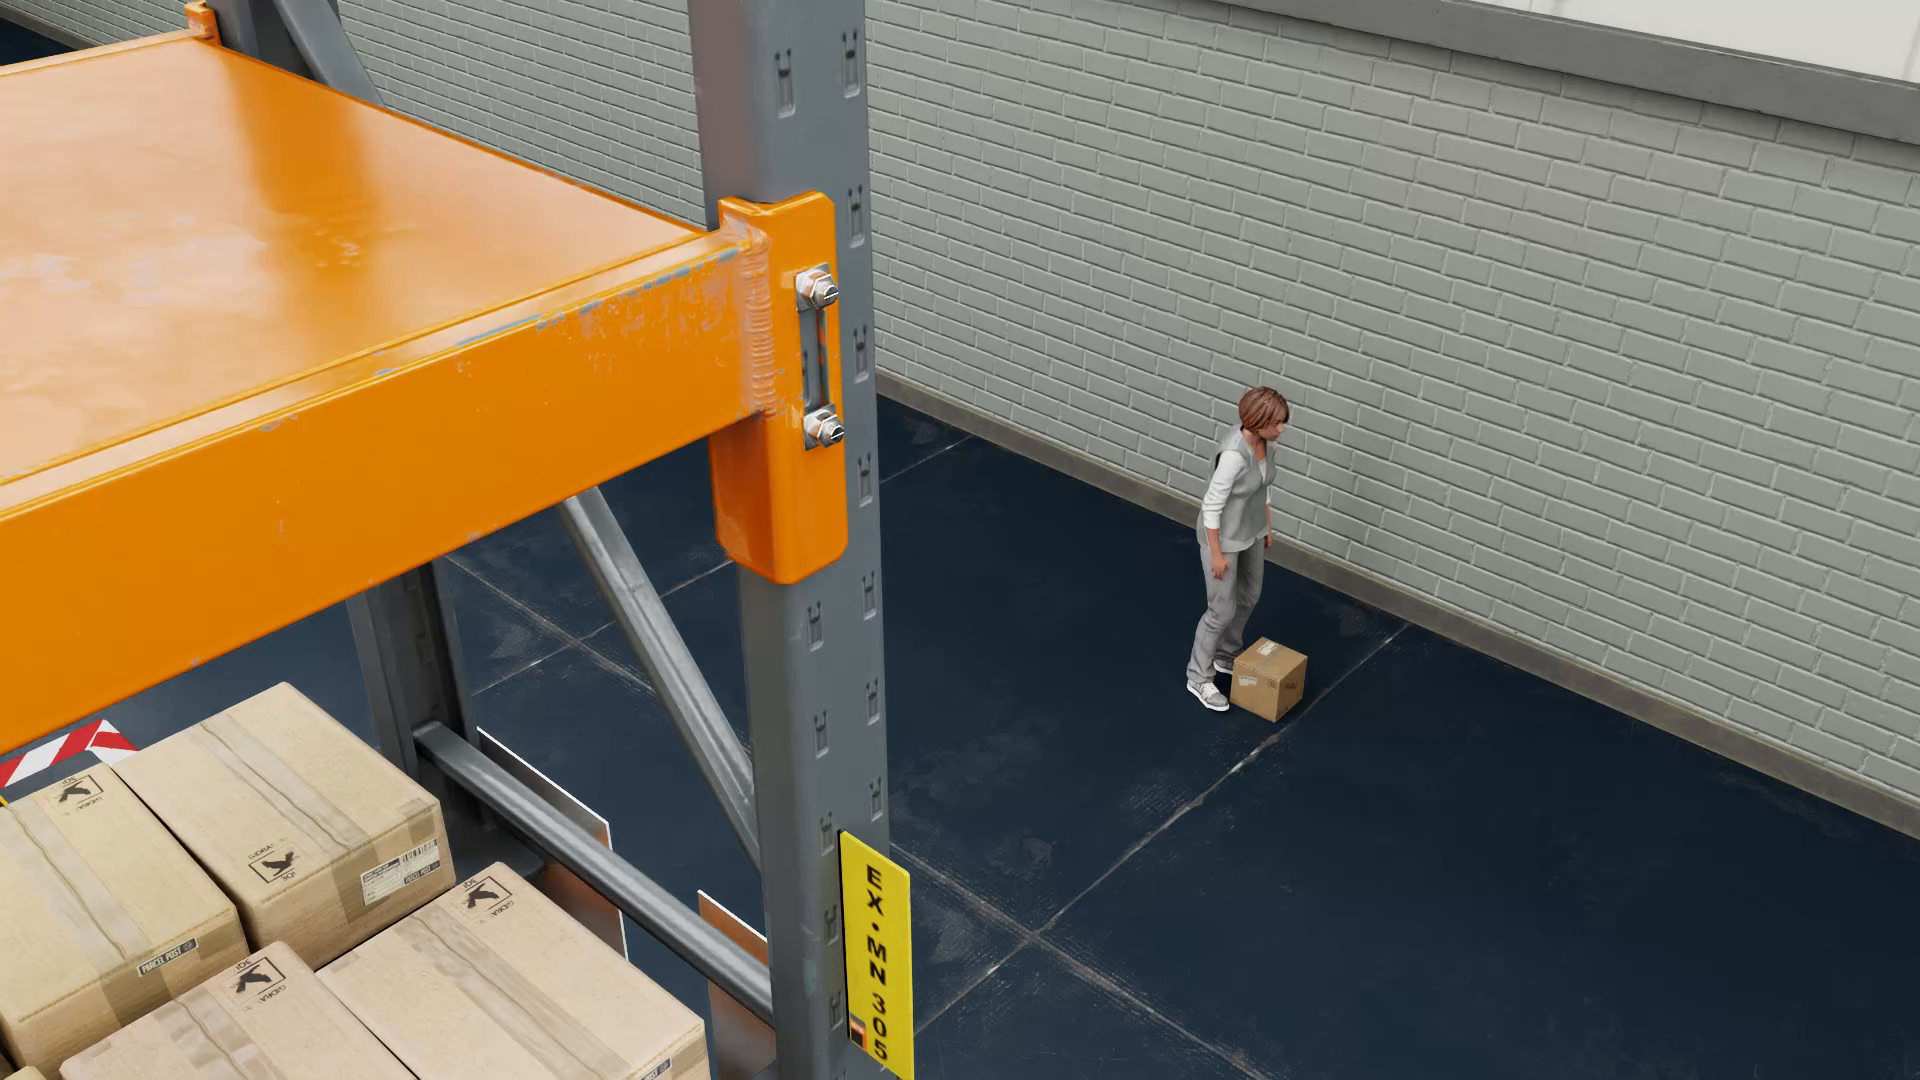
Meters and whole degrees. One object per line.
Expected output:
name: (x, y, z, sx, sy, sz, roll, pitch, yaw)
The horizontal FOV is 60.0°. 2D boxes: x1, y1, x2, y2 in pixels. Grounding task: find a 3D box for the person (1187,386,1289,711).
person: (1.270, 0.006, 7.634, 0.345, 1.593, 0.463, 26, 40, 35)
